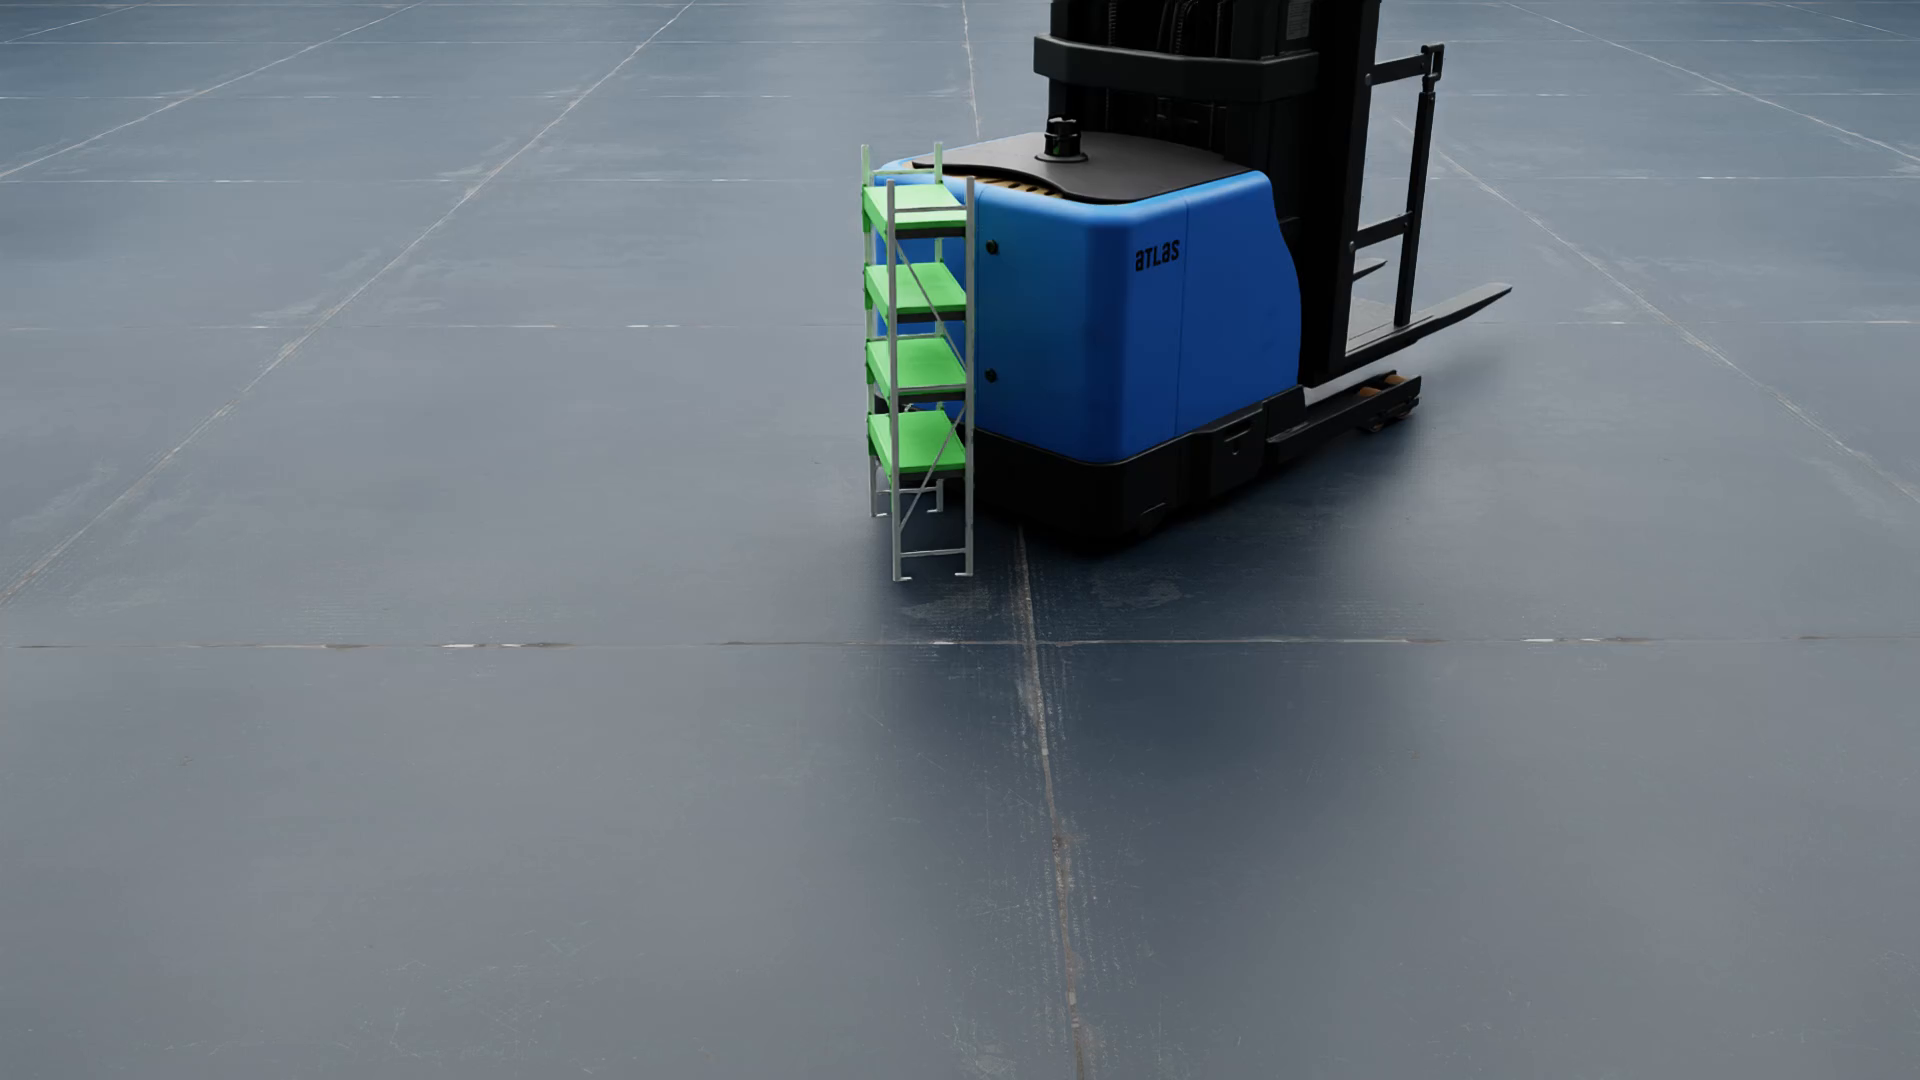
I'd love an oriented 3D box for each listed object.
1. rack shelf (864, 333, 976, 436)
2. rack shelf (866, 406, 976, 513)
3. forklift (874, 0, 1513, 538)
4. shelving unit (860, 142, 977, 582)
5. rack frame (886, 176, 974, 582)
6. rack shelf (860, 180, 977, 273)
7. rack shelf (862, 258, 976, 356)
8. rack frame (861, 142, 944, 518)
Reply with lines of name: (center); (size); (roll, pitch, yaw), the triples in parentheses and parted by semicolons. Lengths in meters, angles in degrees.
rack shelf: (-0.126, -0.473, 4.994); (0.258, 0.148, 0.480); (-5, 25, -10)
rack shelf: (-0.126, -0.254, 5.093); (0.258, 0.148, 0.480); (-5, 25, -10)
forklift: (1.086, -1.860, 5.806); (1.130, 2.935, 3.031); (21, 32, 39)
shelving unit: (-0.126, -0.531, 4.968); (0.258, 1.200, 0.503); (-5, 25, -10)
rack frame: (-0.080, -0.432, 4.750); (0.240, 1.200, 0.015); (-5, 25, -10)
rack shelf: (-0.126, -0.910, 4.797); (0.258, 0.148, 0.480); (-5, 25, -10)
rack shelf: (-0.126, -0.691, 4.896); (0.258, 0.148, 0.480); (-5, 25, -10)
rack frame: (-0.173, -0.630, 5.186); (0.240, 1.200, 0.015); (-5, 25, -10)
